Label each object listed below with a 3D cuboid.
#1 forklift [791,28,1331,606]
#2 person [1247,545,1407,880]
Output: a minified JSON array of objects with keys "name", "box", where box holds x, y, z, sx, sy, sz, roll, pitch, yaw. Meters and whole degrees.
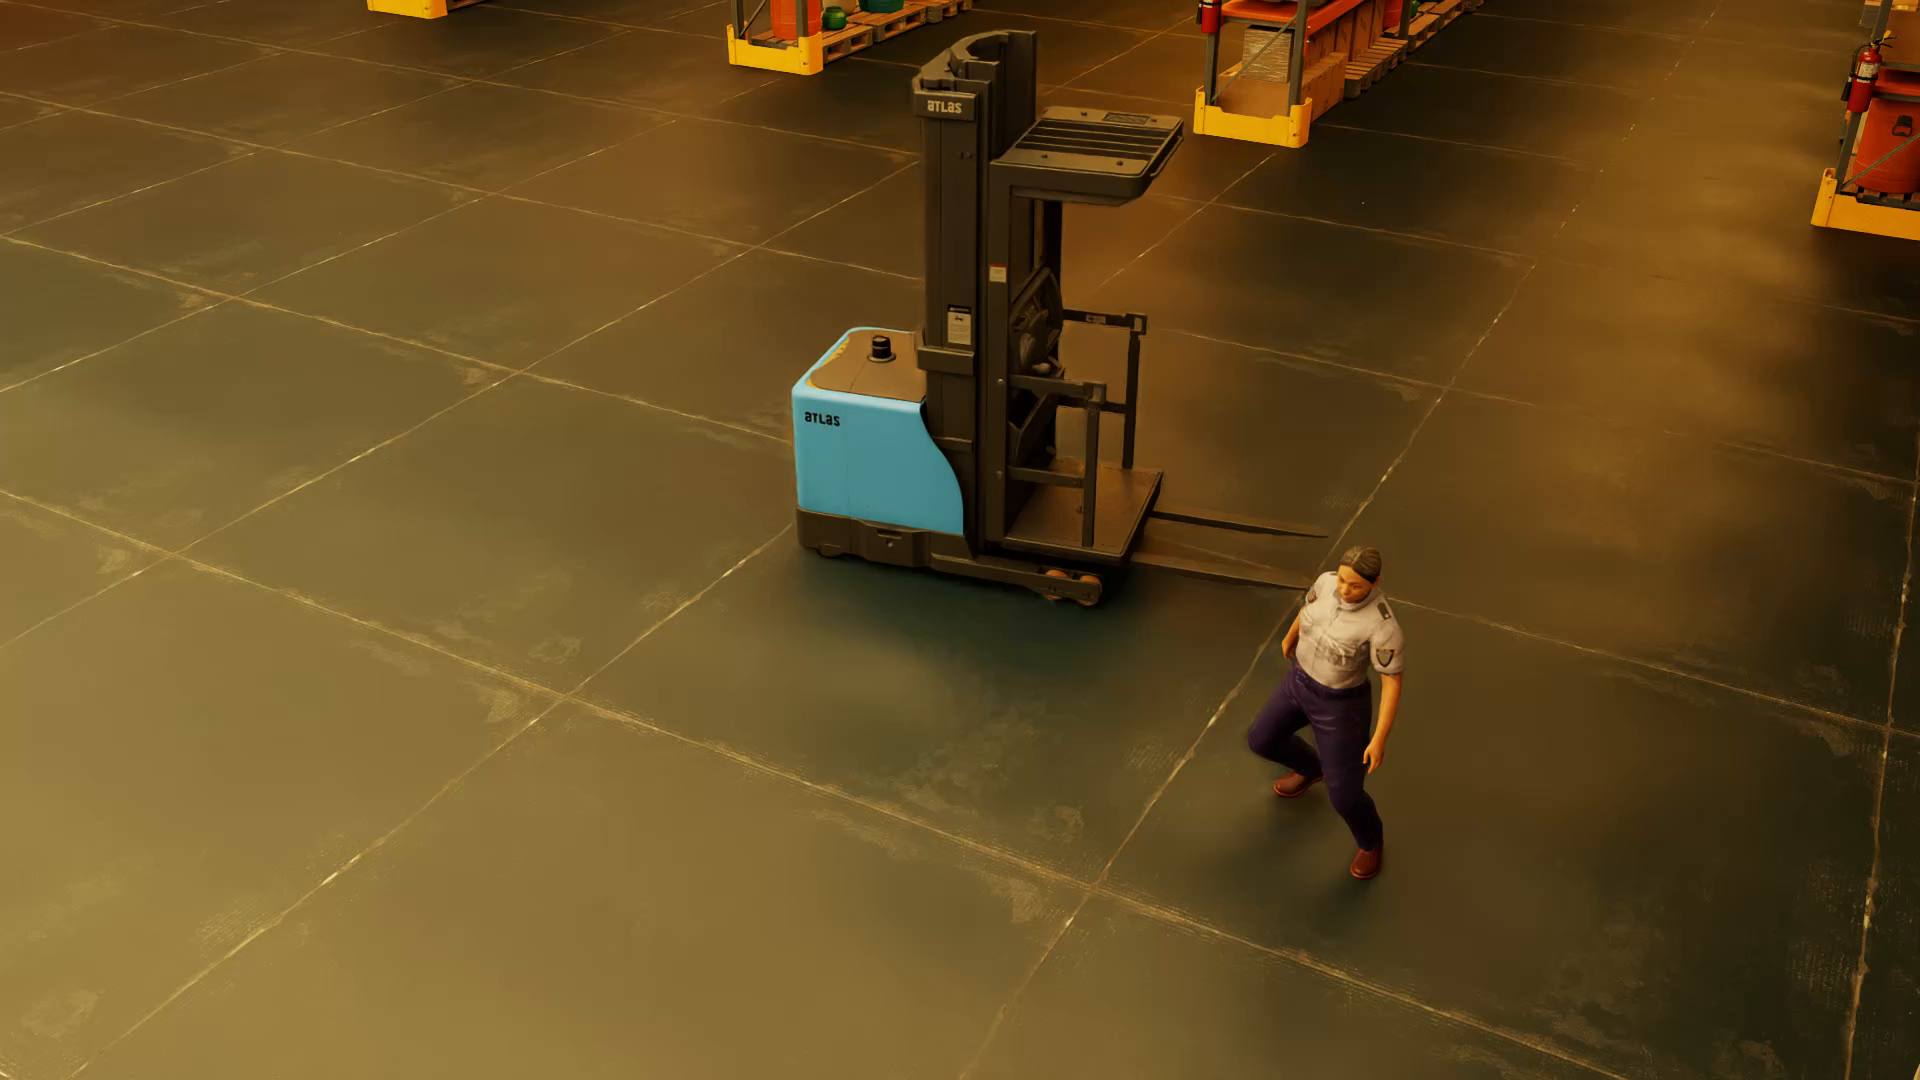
[{"name":"forklift","box":[0.606,-1.199,9.148,3.031,2.935,1.130,9,31,15]},{"name":"person","box":[1.626,0.663,7.304,0.484,1.571,0.830,-14,33,-23]}]
